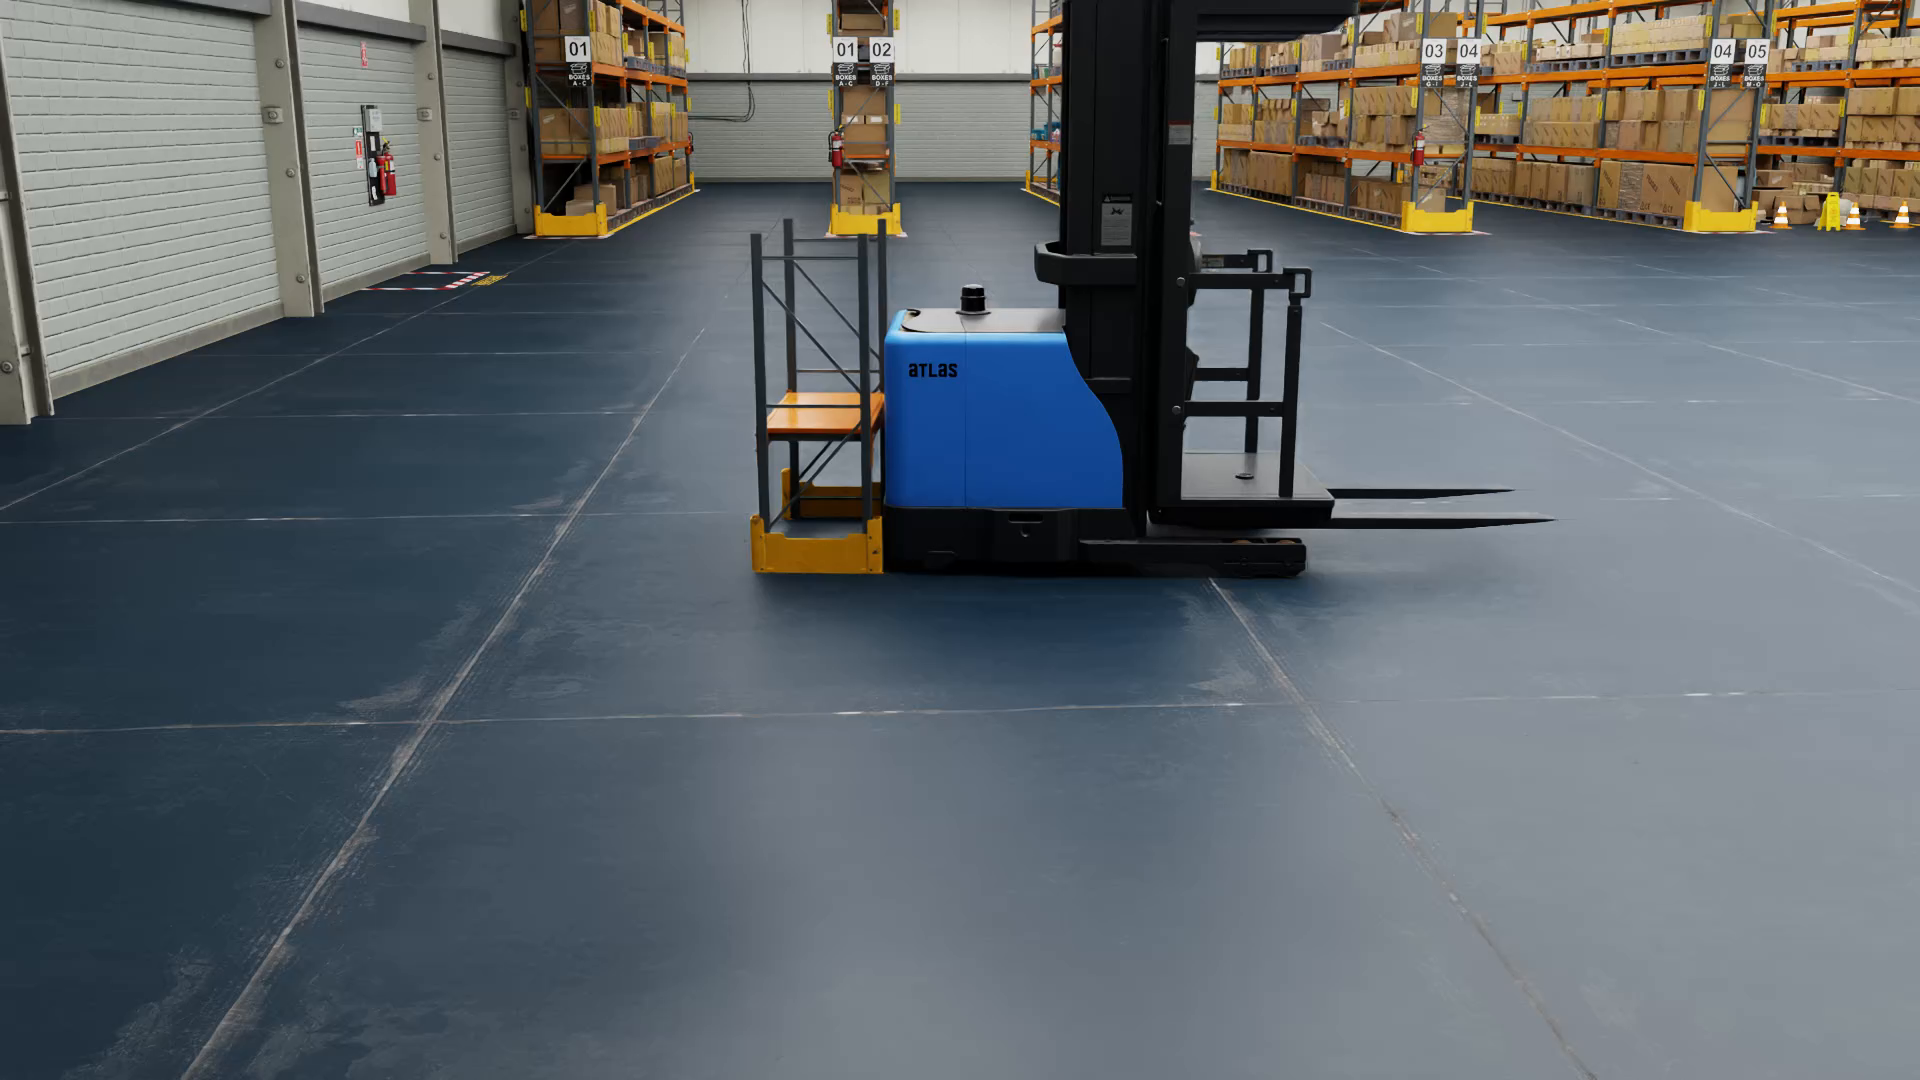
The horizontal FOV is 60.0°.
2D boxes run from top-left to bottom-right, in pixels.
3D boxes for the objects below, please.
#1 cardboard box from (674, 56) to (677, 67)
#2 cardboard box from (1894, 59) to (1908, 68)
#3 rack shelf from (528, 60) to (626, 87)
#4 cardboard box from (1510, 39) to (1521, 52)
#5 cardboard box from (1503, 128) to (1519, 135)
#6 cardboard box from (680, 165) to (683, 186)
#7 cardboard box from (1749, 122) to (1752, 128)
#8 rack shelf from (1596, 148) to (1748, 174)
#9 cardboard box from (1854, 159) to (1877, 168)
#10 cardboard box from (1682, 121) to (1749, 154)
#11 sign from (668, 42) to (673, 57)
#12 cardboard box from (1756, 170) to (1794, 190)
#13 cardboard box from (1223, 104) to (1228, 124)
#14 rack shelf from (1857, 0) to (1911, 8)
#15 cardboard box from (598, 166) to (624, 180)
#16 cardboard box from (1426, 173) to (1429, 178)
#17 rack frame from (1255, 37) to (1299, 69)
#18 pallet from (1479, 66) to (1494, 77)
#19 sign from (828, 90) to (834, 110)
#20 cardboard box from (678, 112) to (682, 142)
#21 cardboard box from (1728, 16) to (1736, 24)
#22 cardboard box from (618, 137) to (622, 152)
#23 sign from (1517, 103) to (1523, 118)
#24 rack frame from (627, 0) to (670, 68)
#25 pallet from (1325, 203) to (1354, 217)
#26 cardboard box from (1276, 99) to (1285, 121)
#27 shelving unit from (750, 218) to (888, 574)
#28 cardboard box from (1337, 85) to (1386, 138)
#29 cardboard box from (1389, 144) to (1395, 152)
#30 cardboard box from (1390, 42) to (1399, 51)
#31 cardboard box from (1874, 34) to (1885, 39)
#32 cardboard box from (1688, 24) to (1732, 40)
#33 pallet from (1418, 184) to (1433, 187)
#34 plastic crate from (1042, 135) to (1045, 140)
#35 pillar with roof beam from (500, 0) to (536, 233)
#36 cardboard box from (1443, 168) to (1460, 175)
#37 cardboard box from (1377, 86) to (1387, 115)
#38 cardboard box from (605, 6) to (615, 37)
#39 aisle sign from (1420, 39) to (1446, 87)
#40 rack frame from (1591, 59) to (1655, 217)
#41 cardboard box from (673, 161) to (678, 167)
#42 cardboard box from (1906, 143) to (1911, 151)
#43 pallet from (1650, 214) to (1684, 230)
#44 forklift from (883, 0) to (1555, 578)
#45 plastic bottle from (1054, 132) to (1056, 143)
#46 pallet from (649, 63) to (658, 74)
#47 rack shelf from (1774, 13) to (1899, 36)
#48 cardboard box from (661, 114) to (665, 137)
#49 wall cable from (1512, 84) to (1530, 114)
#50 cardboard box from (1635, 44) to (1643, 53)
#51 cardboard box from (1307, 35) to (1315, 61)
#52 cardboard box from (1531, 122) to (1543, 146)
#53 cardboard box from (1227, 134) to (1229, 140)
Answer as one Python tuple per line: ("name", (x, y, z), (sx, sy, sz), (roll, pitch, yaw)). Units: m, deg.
("cardboard box", (-7.086, -11.500, 39.939), (0.500, 0.250, 0.500), (-1, 14, -5))
("cardboard box", (17.696, -8.885, 31.025), (0.380, 0.149, 0.250), (-1, 14, -5))
("rack shelf", (-6.669, -8.182, 29.231), (1.077, 0.370, 4.000), (-1, 14, -3))
("cardboard box", (12.416, -10.947, 36.795), (0.396, 0.266, 0.258), (-1, 14, -3))
("cardboard box", (12.258, -9.048, 36.835), (0.380, 0.149, 0.250), (-1, 14, -3))
("cardboard box", (-7.331, -9.130, 41.667), (0.700, 0.500, 0.500), (-1, 14, -5))
("cardboard box", (17.478, -9.233, 36.251), (0.500, 0.500, 0.500), (-1, 14, -5))
("rack shelf", (13.119, -7.010, 30.697), (1.077, 0.370, 4.000), (-1, 14, -3))
("cardboard box", (17.644, -7.324, 32.340), (0.380, 0.149, 0.250), (-1, 14, -3))
("cardboard box", (13.175, -7.026, 29.011), (0.875, 0.550, 0.550), (-1, 14, -3))
("sign", (-6.748, -11.431, 38.746), (0.100, 0.325, 0.005), (-1, 14, -3))
("cardboard box", (16.154, -7.079, 33.016), (0.500, 0.500, 0.500), (-1, 14, -3))
("cardboard box", (7.086, -10.976, 42.864), (0.500, 0.500, 0.500), (-1, 14, -5))
("rack shelf", (18.053, -10.016, 30.344), (1.077, 0.370, 4.000), (-1, 14, -3))
("cardboard box", (-6.886, -7.233, 32.748), (0.500, 0.250, 0.500), (-1, 14, -5))
("cardboard box", (12.169, -9.348, 42.619), (0.380, 0.149, 0.250), (0, 14, -1))
("rack frame", (7.543, -12.700, 39.326), (1.000, 3.000, 0.127), (-1, 14, -3))
("pallet", (12.499, -10.794, 38.317), (1.213, 0.211, 1.003), (-1, 14, -3))
("sign", (-2.144, -7.328, 27.690), (0.100, 0.325, 0.005), (-1, 14, -3))
("cardboard box", (-7.401, -10.208, 41.078), (0.980, 0.700, 0.700), (-2, 15, -6))
("cardboard box", (13.525, -8.981, 28.751), (0.380, 0.149, 0.250), (-1, 14, -3))
("cardboard box", (-6.392, -7.150, 30.058), (0.500, 0.250, 0.500), (-1, 14, -4))
("sign", (12.206, -9.363, 36.231), (0.100, 0.325, 0.005), (-1, 14, -3))
("rack frame", (-7.289, -12.470, 38.434), (1.000, 3.000, 0.127), (-1, 14, -3))
("pallet", (7.989, -6.648, 33.440), (1.003, 0.211, 1.213), (-1, 14, -3))
("cardboard box", (7.676, -9.845, 38.055), (0.797, 0.503, 0.637), (0, 14, -2))
("shelving unit", (-0.623, -0.710, 7.776), (0.587, 1.500, 1.083), (0, 14, 2))
("cardboard box", (8.129, -8.498, 32.990), (1.000, 1.000, 1.000), (-1, 14, -3))
("cardboard box", (7.969, -7.067, 29.976), (0.380, 0.149, 0.250), (-1, 14, -3))
("cardboard box", (7.884, -8.771, 29.577), (0.380, 0.149, 0.250), (-2, 15, -6))
("cardboard box", (18.252, -10.059, 33.535), (0.500, 0.250, 0.500), (-1, 14, -5))
("cardboard box", (12.934, -8.755, 28.673), (0.500, 0.250, 0.500), (-1, 14, -3))
("pallet", (12.344, -8.966, 42.450), (1.003, 0.211, 1.213), (-1, 14, -3))
("plastic crate", (2.262, -9.888, 40.869), (0.437, 0.125, 0.590), (-1, 14, -3))
("pillar with roof beam", (-3.155, -9.713, 27.718), (9.100, 9.000, 0.400), (-1, 14, -3))
("cardboard box", (12.162, -9.104, 41.075), (0.380, 0.149, 0.250), (-1, 14, -3))
("cardboard box", (7.917, -7.993, 30.267), (0.500, 0.500, 0.500), (-1, 14, -3))
("cardboard box", (-6.404, -9.184, 29.434), (0.500, 0.500, 0.500), (-1, 14, -5))
("aisle sign", (7.990, -8.049, 28.072), (0.394, 0.787, 0.004), (-1, 14, -3))
("rack frame", (12.995, -7.856, 32.540), (1.000, 3.000, 0.127), (-1, 14, -3))
("cardboard box", (-7.072, -9.147, 40.431), (0.380, 0.149, 0.250), (0, 14, -2))
("cardboard box", (17.865, -7.311, 30.927), (0.380, 0.149, 0.250), (-1, 14, -3))
("pallet", (13.115, -5.708, 29.790), (1.003, 0.211, 1.213), (-1, 14, -3))
("forklift", (1.176, -1.386, 7.529), (3.031, 2.935, 1.130), (0, 14, 1))
("plastic bottle", (2.250, -9.414, 38.854), (0.097, 0.271, 0.097), (0, 14, 0))
("pallet", (-7.134, -10.091, 35.584), (1.213, 0.211, 1.003), (0, 14, -1))
("rack shelf", (22.264, -13.078, 42.245), (1.077, 0.370, 4.000), (-1, 14, -3))
("cardboard box", (-6.909, -9.280, 37.237), (0.500, 0.500, 0.500), (0, 14, -2))
("wall cable", (16.813, -12.851, 49.853), (0.585, 1.953, 0.123), (-1, 14, -3))
("cardboard box", (12.743, -9.090, 30.777), (0.380, 0.149, 0.250), (-1, 14, -4))
("cardboard box", (7.591, -10.296, 34.798), (0.500, 0.500, 0.500), (-1, 14, -3))
("cardboard box", (12.540, -8.657, 35.453), (0.500, 0.500, 0.500), (-1, 14, -4))
("cardboard box", (7.053, -10.319, 42.615), (0.380, 0.149, 0.250), (-1, 14, -5))
